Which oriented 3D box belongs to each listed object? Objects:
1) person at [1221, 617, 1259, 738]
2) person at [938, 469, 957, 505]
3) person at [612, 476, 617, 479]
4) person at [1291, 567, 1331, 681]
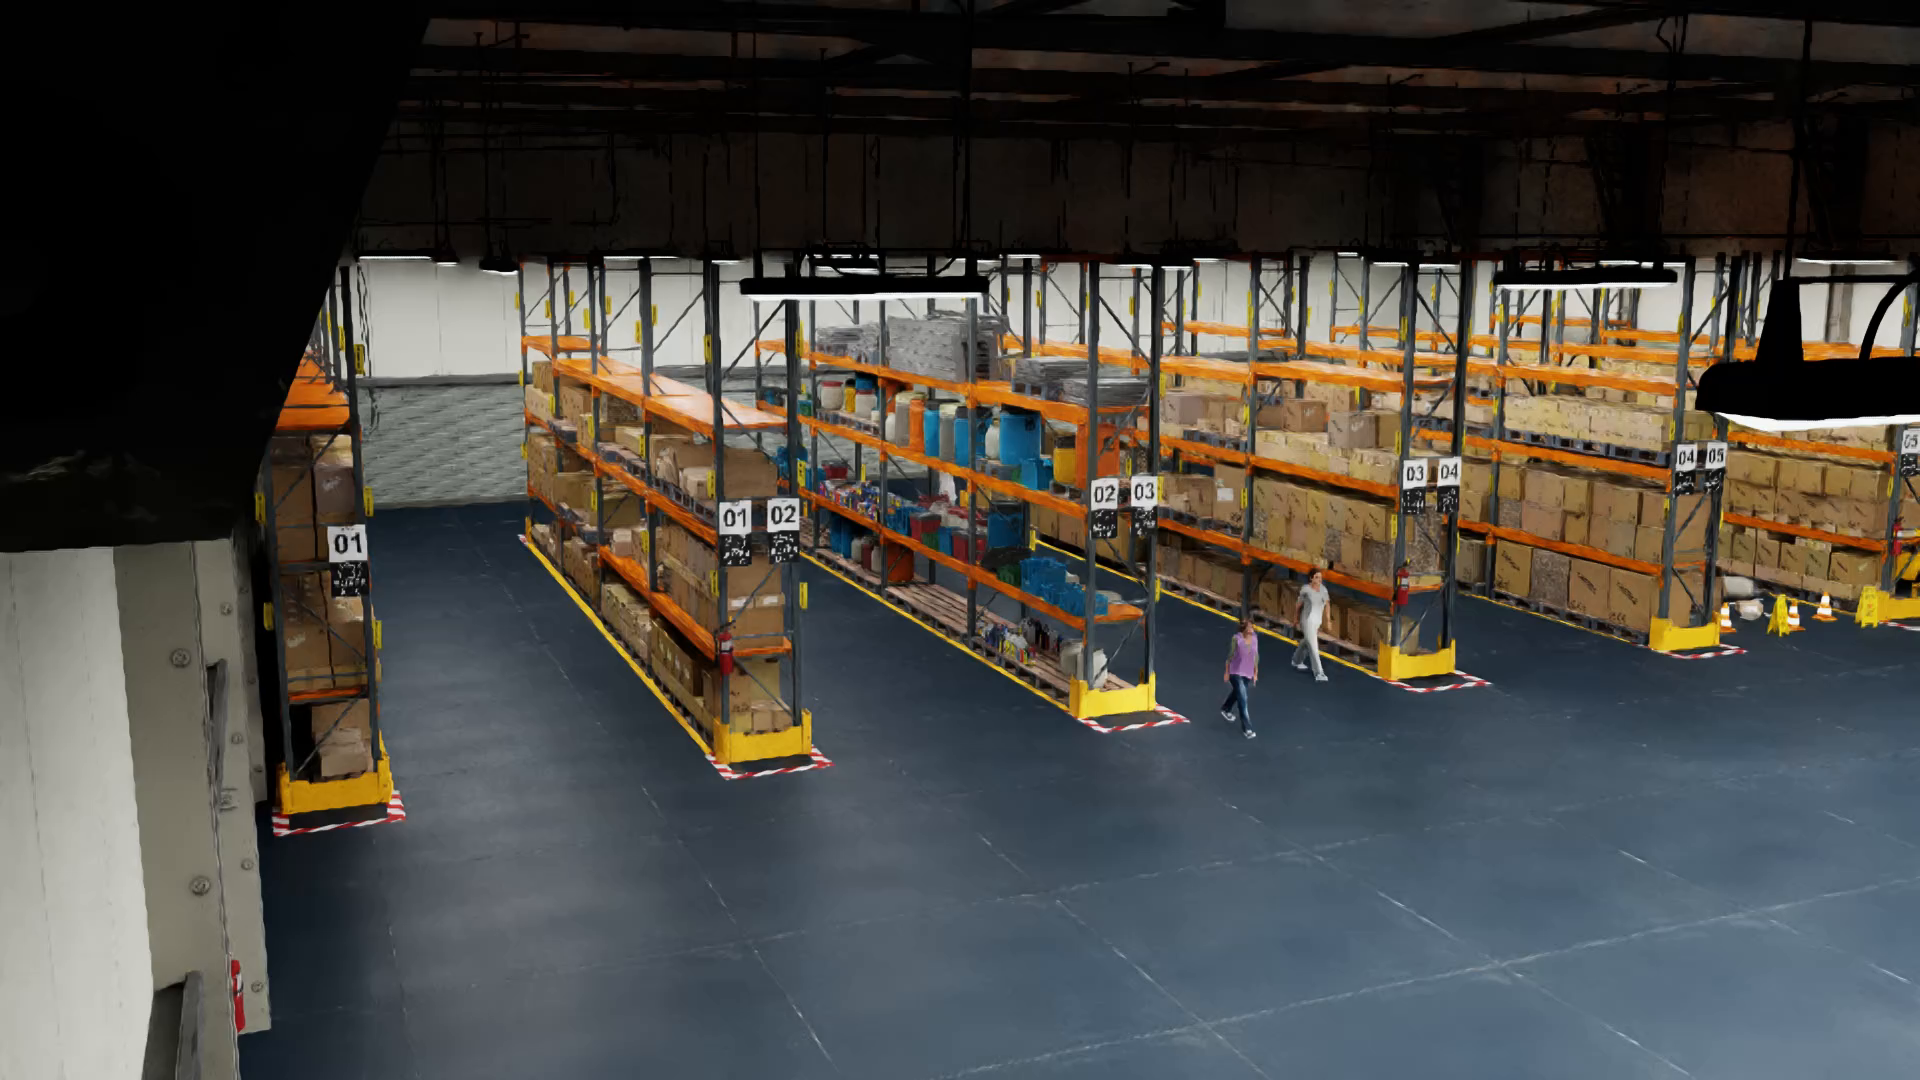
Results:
[{"bbox_3d":[3.640,1.715,21.430,0.416,1.512,1.034,-5,11,-23],"label":"person"},{"bbox_3d":[-0.332,-1.094,35.972,0.637,1.771,0.709,-2,11,-12],"label":"person"},{"bbox_3d":[-7.927,-1.496,38.733,0.592,1.629,0.532,-5,11,-24],"label":"person"},{"bbox_3d":[5.124,1.177,24.099,0.455,1.612,1.019,-4,11,-23],"label":"person"}]
